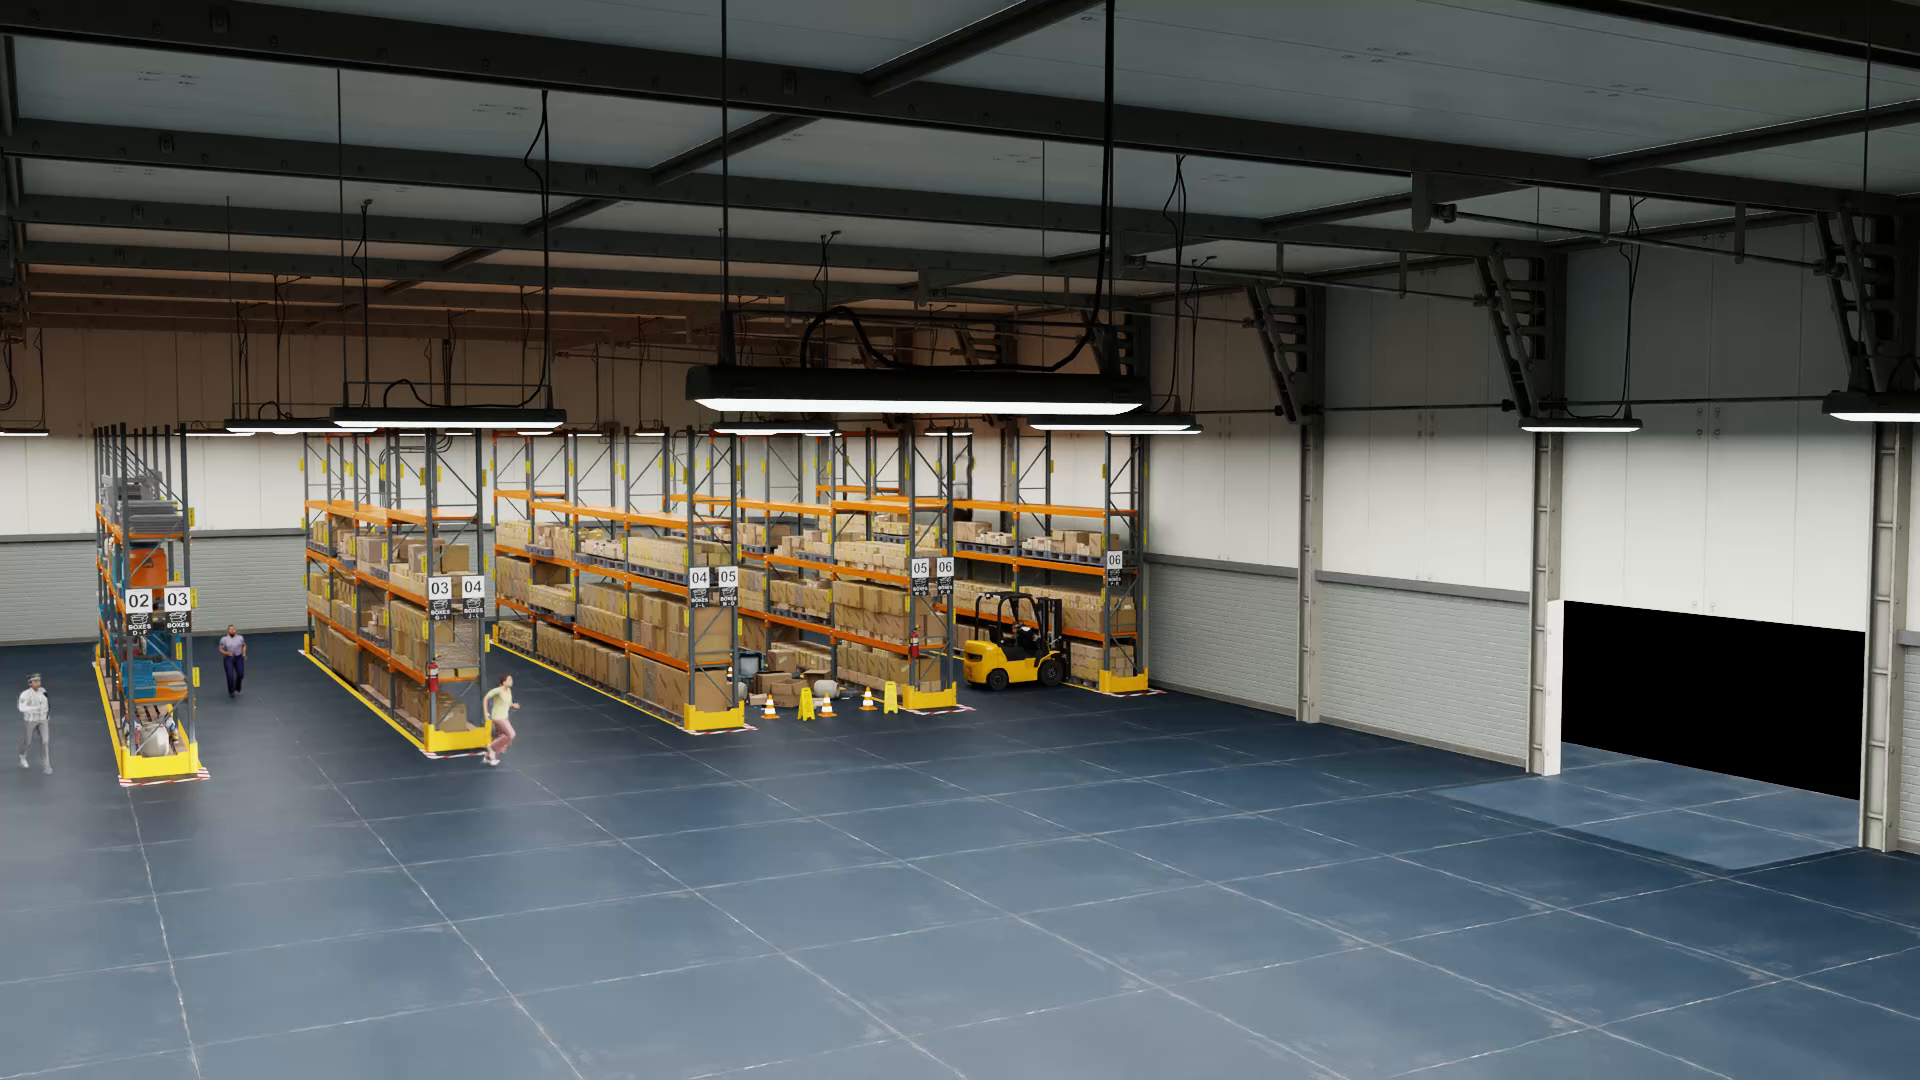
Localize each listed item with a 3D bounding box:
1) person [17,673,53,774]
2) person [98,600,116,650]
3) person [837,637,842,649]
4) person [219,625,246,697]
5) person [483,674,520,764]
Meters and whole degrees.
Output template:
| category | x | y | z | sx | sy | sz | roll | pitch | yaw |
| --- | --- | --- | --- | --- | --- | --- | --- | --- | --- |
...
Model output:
| category | x | y | z | sx | sy | sz | roll | pitch | yaw |
| --- | --- | --- | --- | --- | --- | --- | --- | --- | --- |
| person | -15.896 | 3.121 | 28.558 | 0.919 | 1.702 | 0.597 | 2 | 4 | 35 |
| person | -22.234 | 2.181 | 43.897 | 0.967 | 1.790 | 0.667 | -1 | 4 | -16 |
| person | -3.165 | 2.145 | 45.198 | 0.621 | 1.725 | 0.856 | -2 | 4 | -34 |
| person | -16.127 | 2.687 | 36.939 | 0.599 | 1.608 | 0.539 | -2 | 4 | -34 |
| person | -8.050 | 3.133 | 29.175 | 0.684 | 1.593 | 0.543 | 0 | 3 | 8 |
